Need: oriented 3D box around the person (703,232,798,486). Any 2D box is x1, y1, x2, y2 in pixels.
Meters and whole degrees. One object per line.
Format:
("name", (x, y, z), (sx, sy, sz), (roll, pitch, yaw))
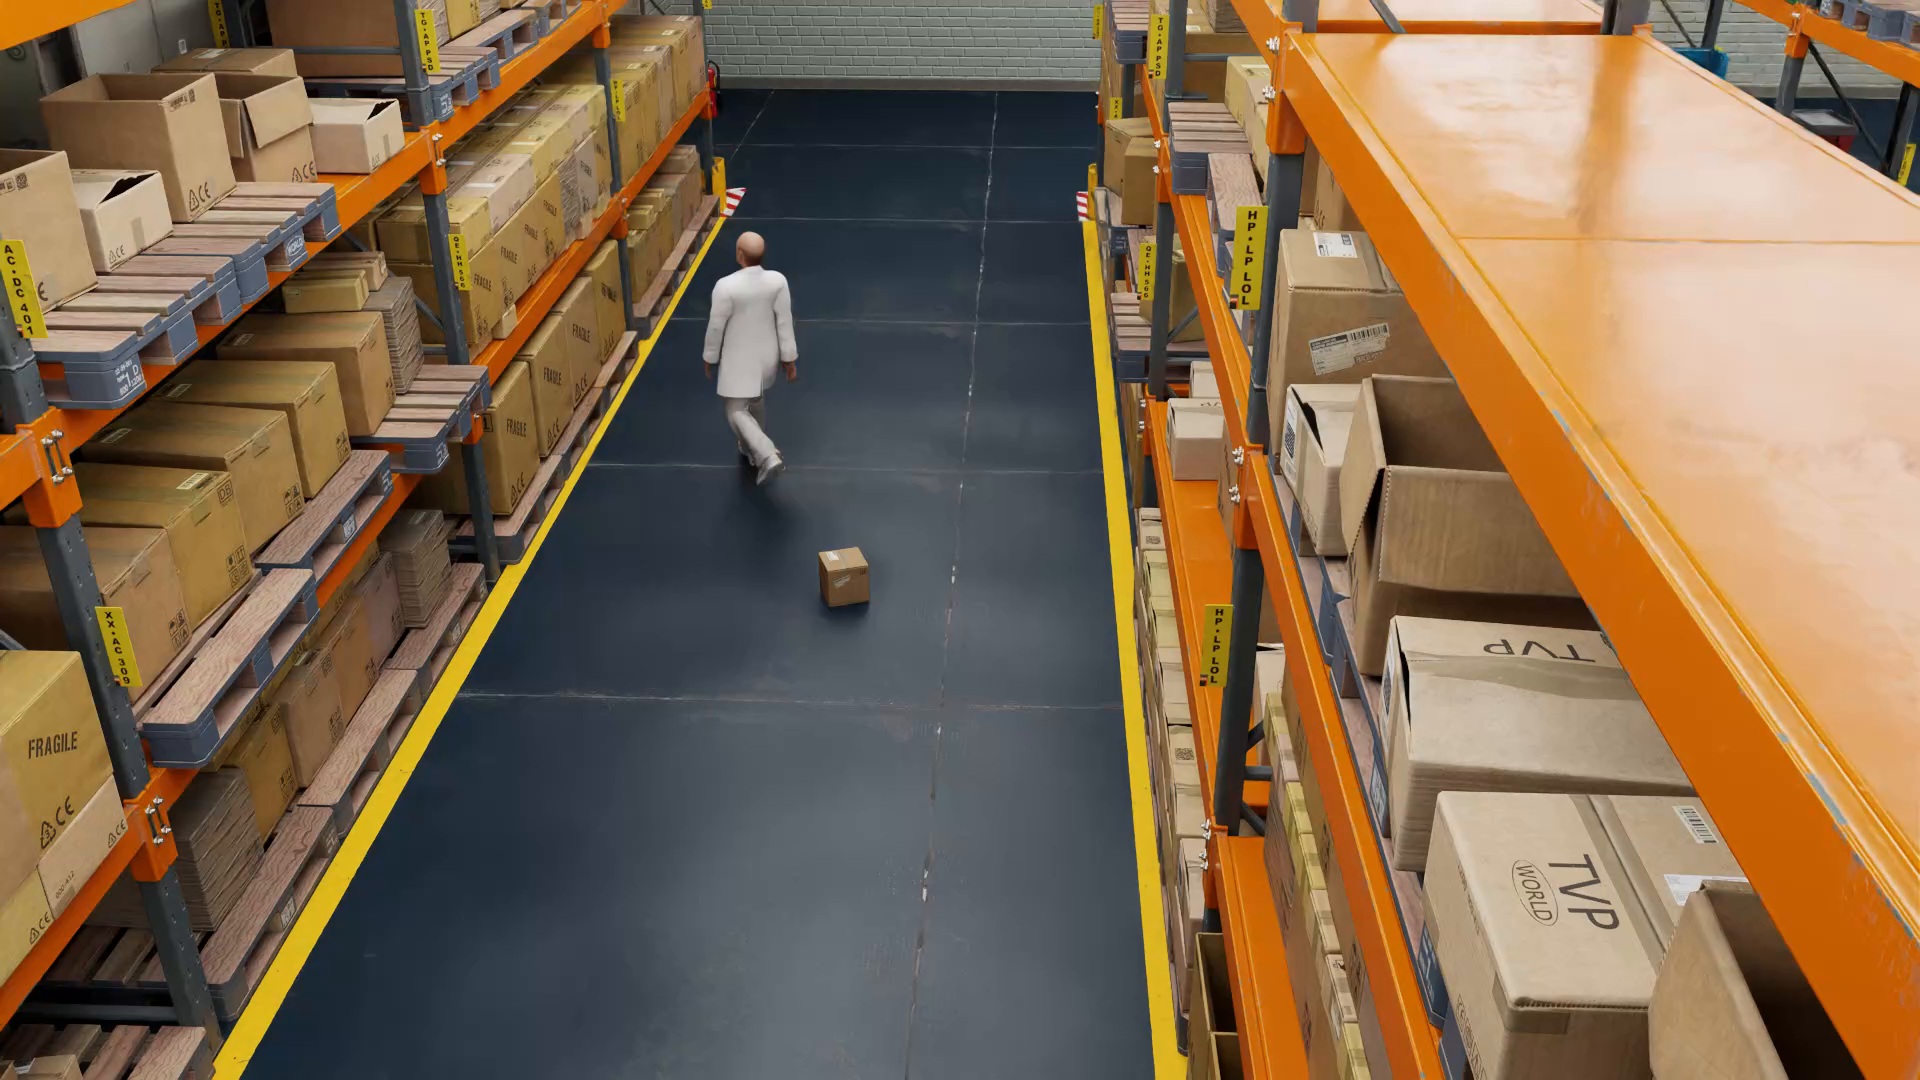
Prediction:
("person", (-1.402, -1.223, 11.198), (0.614, 1.737, 0.977), (-17, 32, -29))
